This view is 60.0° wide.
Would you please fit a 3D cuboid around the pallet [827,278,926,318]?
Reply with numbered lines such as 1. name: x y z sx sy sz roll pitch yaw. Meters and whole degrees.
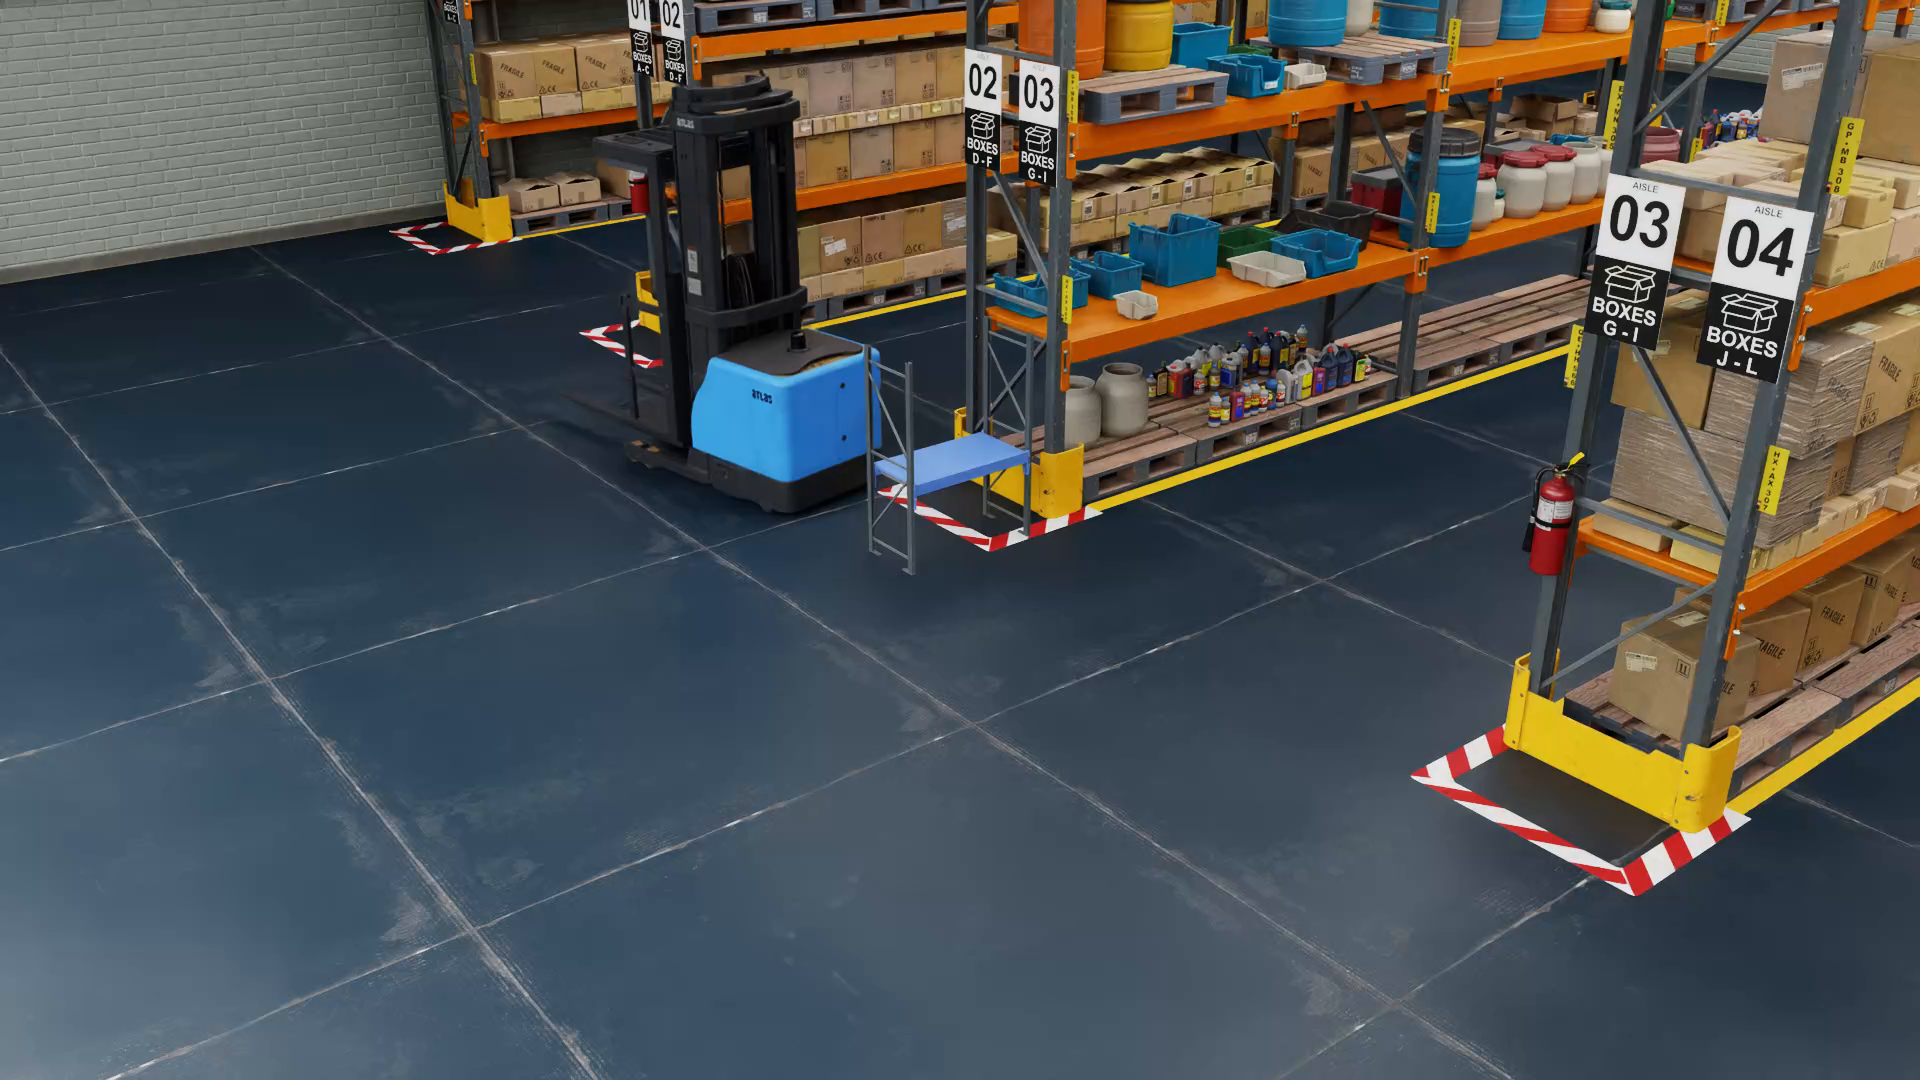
1. pallet: -1.121 -2.611 17.126 1.213 0.211 1.003 -18 31 -34

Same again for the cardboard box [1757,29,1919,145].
1. cardboard box: 4.517 -2.320 8.556 0.500 0.500 0.500 -18 31 -34

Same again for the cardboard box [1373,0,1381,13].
1. cardboard box: 6.480 -9.145 27.535 0.700 0.700 0.980 -17 30 -32

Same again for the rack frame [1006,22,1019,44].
1. rack frame: 0.580 -7.067 23.413 0.127 3.000 1.000 -18 31 -34

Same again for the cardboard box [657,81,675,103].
1. cardboard box: -3.537 -5.483 20.155 0.500 0.250 0.500 -18 31 -34

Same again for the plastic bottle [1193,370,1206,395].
1. plastic bottle: 1.988 -1.315 13.822 0.097 0.201 0.097 0 25 0

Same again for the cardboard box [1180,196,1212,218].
1. cardboard box: 2.575 -3.888 19.331 0.500 0.250 0.500 -17 30 -33

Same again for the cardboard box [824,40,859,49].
1. cardboard box: -1.702 -6.536 21.629 0.500 0.500 0.700 -15 29 -29

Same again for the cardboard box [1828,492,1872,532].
1. cardboard box: 4.625 -0.200 8.916 0.250 0.149 0.380 -18 31 -34

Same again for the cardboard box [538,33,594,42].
1. cardboard box: -4.669 -5.726 19.788 0.500 0.500 0.500 -19 31 -35

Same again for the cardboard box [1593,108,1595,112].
1. cardboard box: 9.196 -6.359 24.732 0.250 0.166 0.380 -18 31 -34

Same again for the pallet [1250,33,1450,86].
1. pallet: 3.038 -3.801 13.038 1.003 0.211 1.213 -18 31 -34

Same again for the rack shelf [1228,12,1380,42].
1. rack shelf: 5.301 -8.299 26.923 4.000 0.370 1.077 -18 31 -34

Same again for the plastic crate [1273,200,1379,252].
1. plastic crate: 3.055 -2.624 13.914 0.504 0.338 0.767 -18 31 -34

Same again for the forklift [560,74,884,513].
1. forklift: -2.001 -2.032 12.647 3.031 2.935 1.130 21 32 38

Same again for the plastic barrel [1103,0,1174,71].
1. plastic barrel: 1.216 -3.681 11.833 0.600 0.588 0.600 0 25 0

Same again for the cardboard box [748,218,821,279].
1. cardboard box: -1.704 -2.828 16.157 0.500 0.500 0.500 -18 31 -34

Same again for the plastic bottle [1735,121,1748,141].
1. plastic bottle: 8.422 -4.402 17.909 0.097 0.201 0.097 0 25 0

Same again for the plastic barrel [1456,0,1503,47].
1. plastic barrel: 4.326 -4.708 14.171 0.600 0.901 0.600 0 25 0

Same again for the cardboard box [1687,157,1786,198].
1. cardboard box: 3.757 -1.743 8.085 0.250 0.149 0.380 -19 31 -36

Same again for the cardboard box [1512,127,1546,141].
1. cardboard box: 7.925 -5.645 23.194 0.250 0.166 0.380 -18 31 -34

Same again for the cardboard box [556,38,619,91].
1. cardboard box: -4.349 -5.551 19.412 0.500 0.500 0.500 -19 31 -36

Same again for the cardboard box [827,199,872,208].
1. cardboard box: -1.245 -3.264 17.096 0.500 0.500 0.500 -18 31 -34

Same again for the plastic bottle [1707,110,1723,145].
1. plastic bottle: 8.049 -4.416 17.760 0.185 0.351 0.144 -18 31 -34

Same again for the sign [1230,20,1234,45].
1. sign: 3.297 -6.093 20.034 0.005 0.325 0.100 -18 31 -34

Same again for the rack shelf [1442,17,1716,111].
1. rack shelf: 5.119 -4.299 14.742 4.000 0.370 1.077 -18 31 -34

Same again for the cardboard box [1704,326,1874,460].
1. cardboard box: 4.055 -0.752 8.148 0.500 0.500 0.500 -18 31 -34

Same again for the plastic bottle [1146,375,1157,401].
1. plastic bottle: 1.572 -1.259 13.701 0.097 0.201 0.097 0 25 0

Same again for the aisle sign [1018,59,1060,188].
1. aisle sign: 0.522 -2.770 11.067 0.004 0.787 0.394 -18 31 -34

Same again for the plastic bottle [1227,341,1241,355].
1. plastic bottle: 2.350 -1.563 14.258 0.133 0.283 0.061 -17 30 -32

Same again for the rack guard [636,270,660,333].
1. rack guard: -2.675 -2.208 15.914 0.348 0.500 1.175 -18 31 -34

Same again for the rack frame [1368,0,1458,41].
1. rack frame: 3.545 -5.467 12.840 0.127 3.000 1.000 -18 31 -34

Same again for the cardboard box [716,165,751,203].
1. cardboard box: -2.281 -3.511 15.633 0.500 0.500 0.700 -18 31 -34

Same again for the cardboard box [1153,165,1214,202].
1. cardboard box: 2.575 -4.139 19.207 0.500 0.311 0.500 -18 31 -34

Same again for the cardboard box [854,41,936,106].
1. cardboard box: -0.645 -4.642 16.530 0.500 0.500 0.700 -18 31 -34

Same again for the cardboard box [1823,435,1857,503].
1. cardboard box: 4.223 -0.549 8.899 0.500 0.500 0.875 -18 31 -34

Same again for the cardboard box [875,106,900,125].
1. cardboard box: -0.797 -4.186 16.317 0.250 0.149 0.380 -17 30 -32

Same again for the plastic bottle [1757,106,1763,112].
1. plastic bottle: 8.845 -4.655 18.370 0.097 0.271 0.097 0 25 0

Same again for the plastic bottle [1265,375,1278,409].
1. plastic bottle: 2.525 -1.204 13.499 0.097 0.271 0.097 0 25 0

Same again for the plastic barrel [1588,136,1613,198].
1. plastic barrel: 6.015 -3.497 15.590 0.421 0.512 0.421 0 25 0

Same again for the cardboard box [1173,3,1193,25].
1. cardboard box: 3.124 -7.956 24.833 0.500 0.500 0.500 -18 30 -34

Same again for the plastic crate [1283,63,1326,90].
1. plastic crate: 2.532 -3.436 12.340 0.396 0.136 0.243 -18 31 -34

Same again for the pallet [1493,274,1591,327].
1. pallet: 6.059 -2.331 16.523 1.213 0.211 1.003 -18 31 -34

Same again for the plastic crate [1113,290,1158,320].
1. plastic crate: 1.300 -1.713 12.191 0.250 0.136 0.298 -18 31 -34

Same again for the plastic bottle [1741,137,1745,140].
1. plastic bottle: 7.912 -3.937 16.808 0.133 0.283 0.061 -18 31 -34

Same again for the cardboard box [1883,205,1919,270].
1. cardboard box: 4.395 -1.534 8.107 0.500 0.250 0.500 -19 31 -35

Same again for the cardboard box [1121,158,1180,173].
1. cardboard box: 2.235 -4.314 19.584 0.500 0.311 0.500 -19 31 -35

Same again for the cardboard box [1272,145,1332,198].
1. cardboard box: 4.174 -4.516 20.364 0.500 0.500 0.500 -17 30 -32

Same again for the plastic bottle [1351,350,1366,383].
1. plastic bottle: 3.370 -1.479 14.077 0.133 0.283 0.061 -17 30 -32

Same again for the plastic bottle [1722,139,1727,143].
1. plastic bottle: 7.668 -3.893 16.728 0.097 0.271 0.097 0 25 0

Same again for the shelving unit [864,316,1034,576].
1. shelving unit: -0.067 -0.658 11.386 1.048 1.500 0.538 -18 31 -34

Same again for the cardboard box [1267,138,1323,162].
1. cardboard box: 4.231 -4.813 21.004 0.500 0.500 0.500 -17 30 -32

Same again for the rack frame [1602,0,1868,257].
1. rack frame: 3.454 -2.787 7.066 0.127 3.000 1.000 -18 31 -34

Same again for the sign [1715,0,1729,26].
1. sign: 7.038 -4.917 15.344 0.005 0.325 0.100 -18 31 -34

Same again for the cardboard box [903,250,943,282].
1. cardboard box: -0.522 -2.877 17.152 0.500 0.250 0.500 -18 31 -34
